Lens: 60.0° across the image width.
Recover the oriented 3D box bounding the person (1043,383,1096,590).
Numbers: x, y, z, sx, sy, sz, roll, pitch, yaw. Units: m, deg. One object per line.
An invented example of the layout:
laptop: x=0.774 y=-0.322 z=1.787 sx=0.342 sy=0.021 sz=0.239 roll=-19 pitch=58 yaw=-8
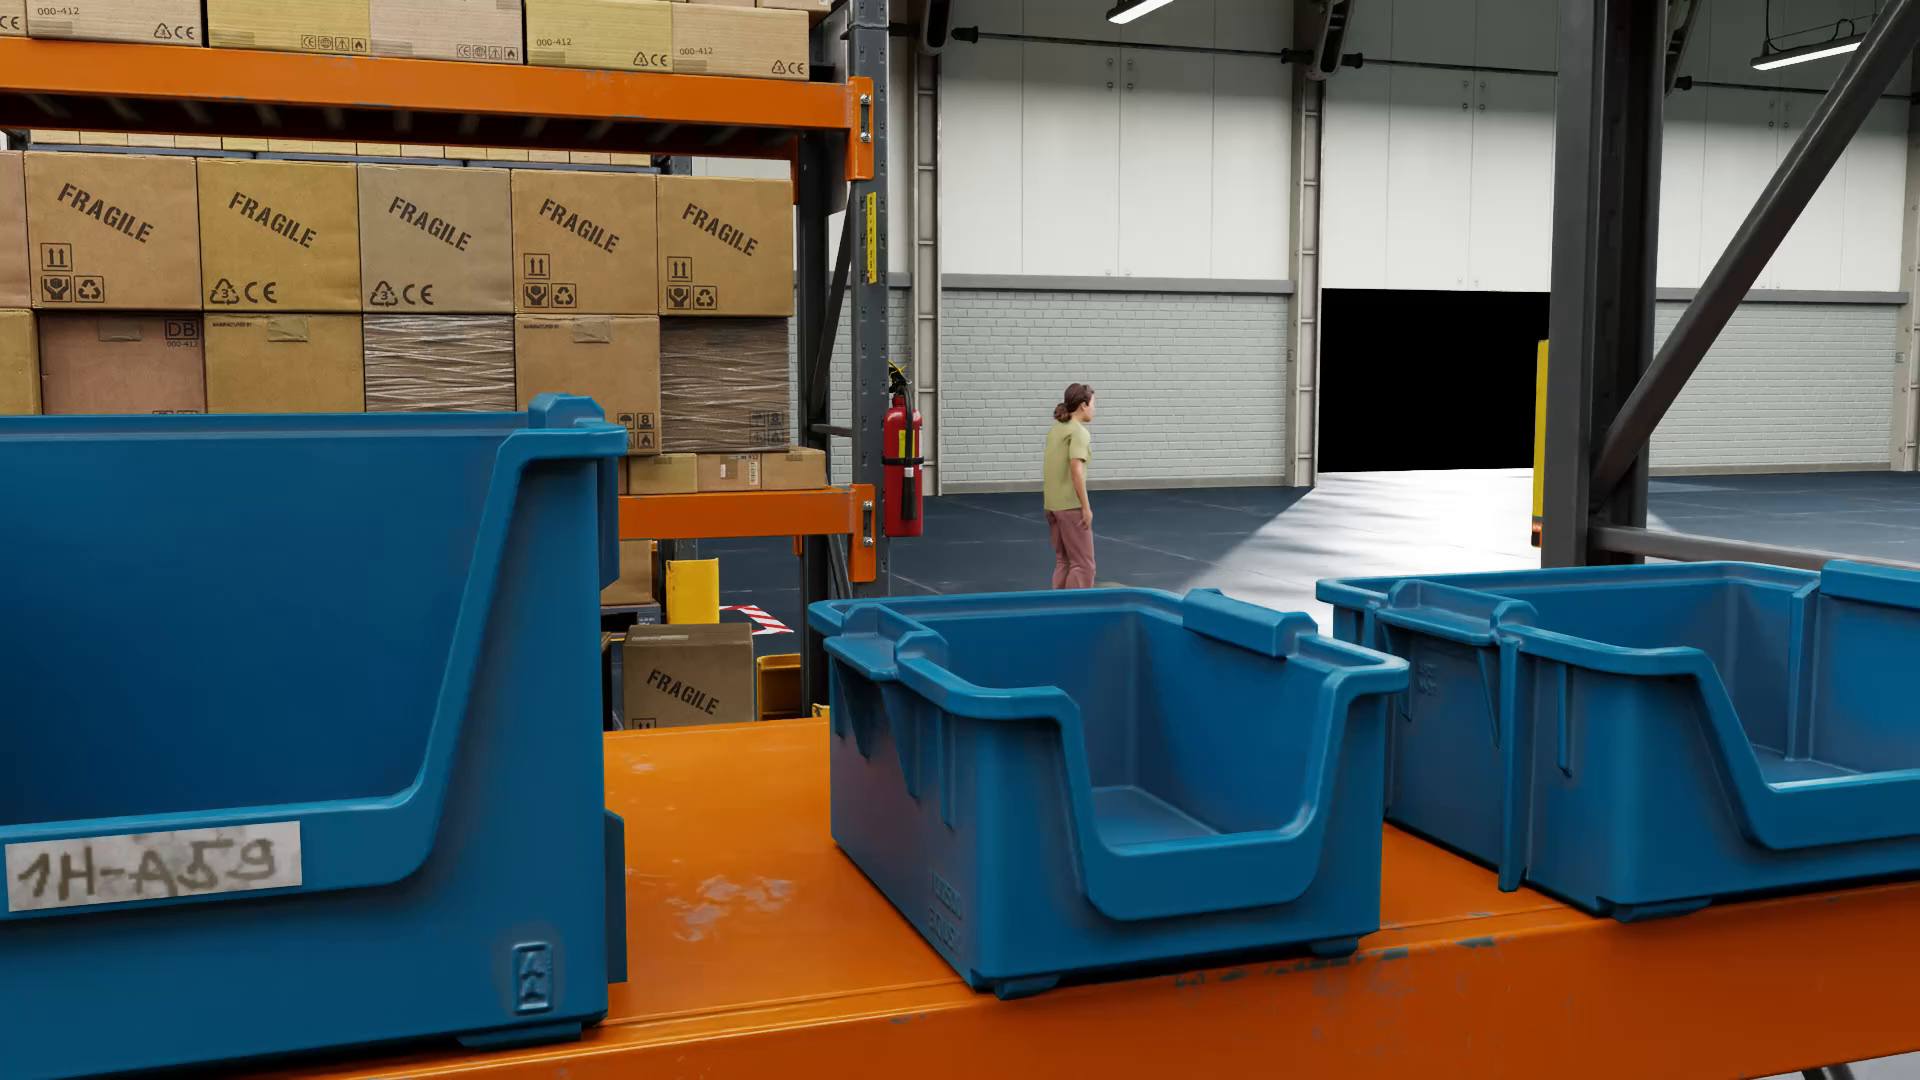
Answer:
person: x=0.736 y=-0.189 z=10.886 sx=0.361 sy=1.671 sz=0.502 roll=-2 pitch=6 yaw=-21
